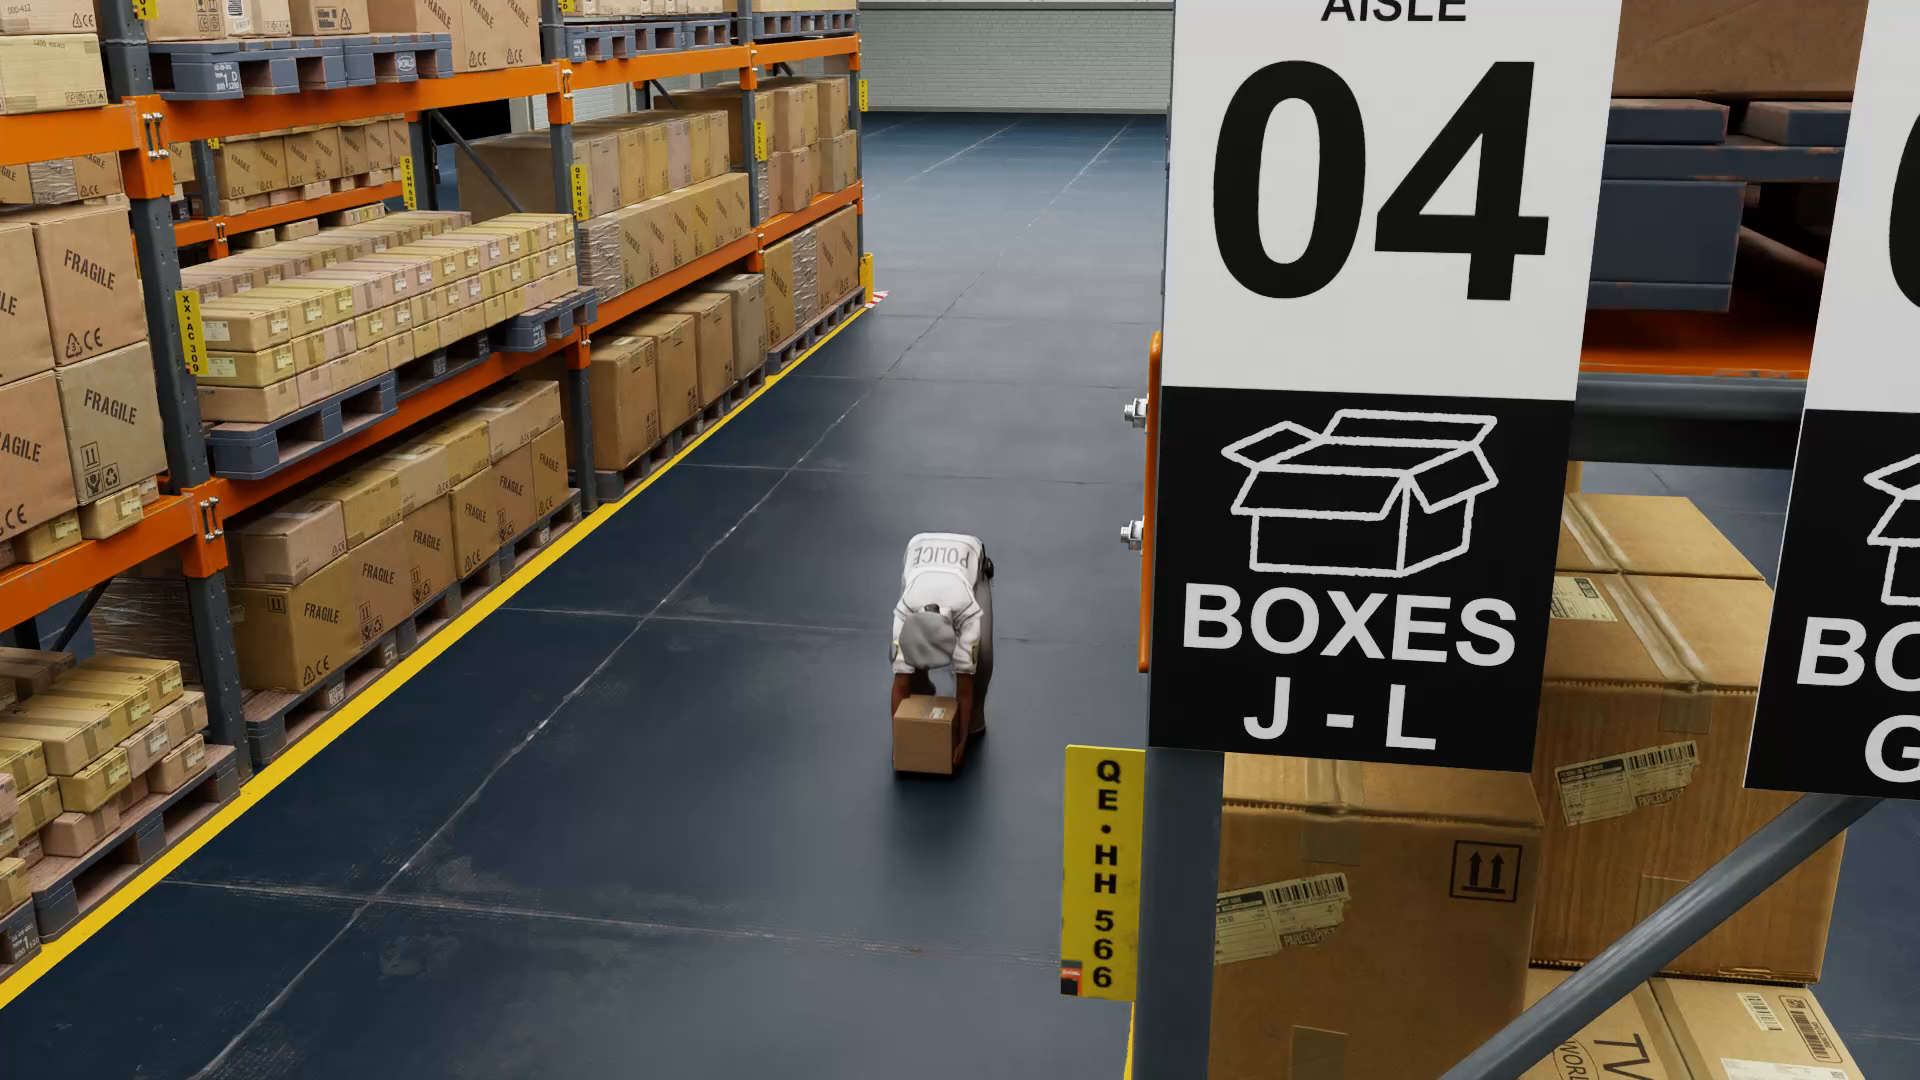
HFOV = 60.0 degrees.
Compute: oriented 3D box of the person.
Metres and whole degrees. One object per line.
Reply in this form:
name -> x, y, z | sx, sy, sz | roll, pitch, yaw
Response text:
person -> -0.085, 0.470, 7.357 | 0.466, 0.894, 0.903 | 2, 18, 6
